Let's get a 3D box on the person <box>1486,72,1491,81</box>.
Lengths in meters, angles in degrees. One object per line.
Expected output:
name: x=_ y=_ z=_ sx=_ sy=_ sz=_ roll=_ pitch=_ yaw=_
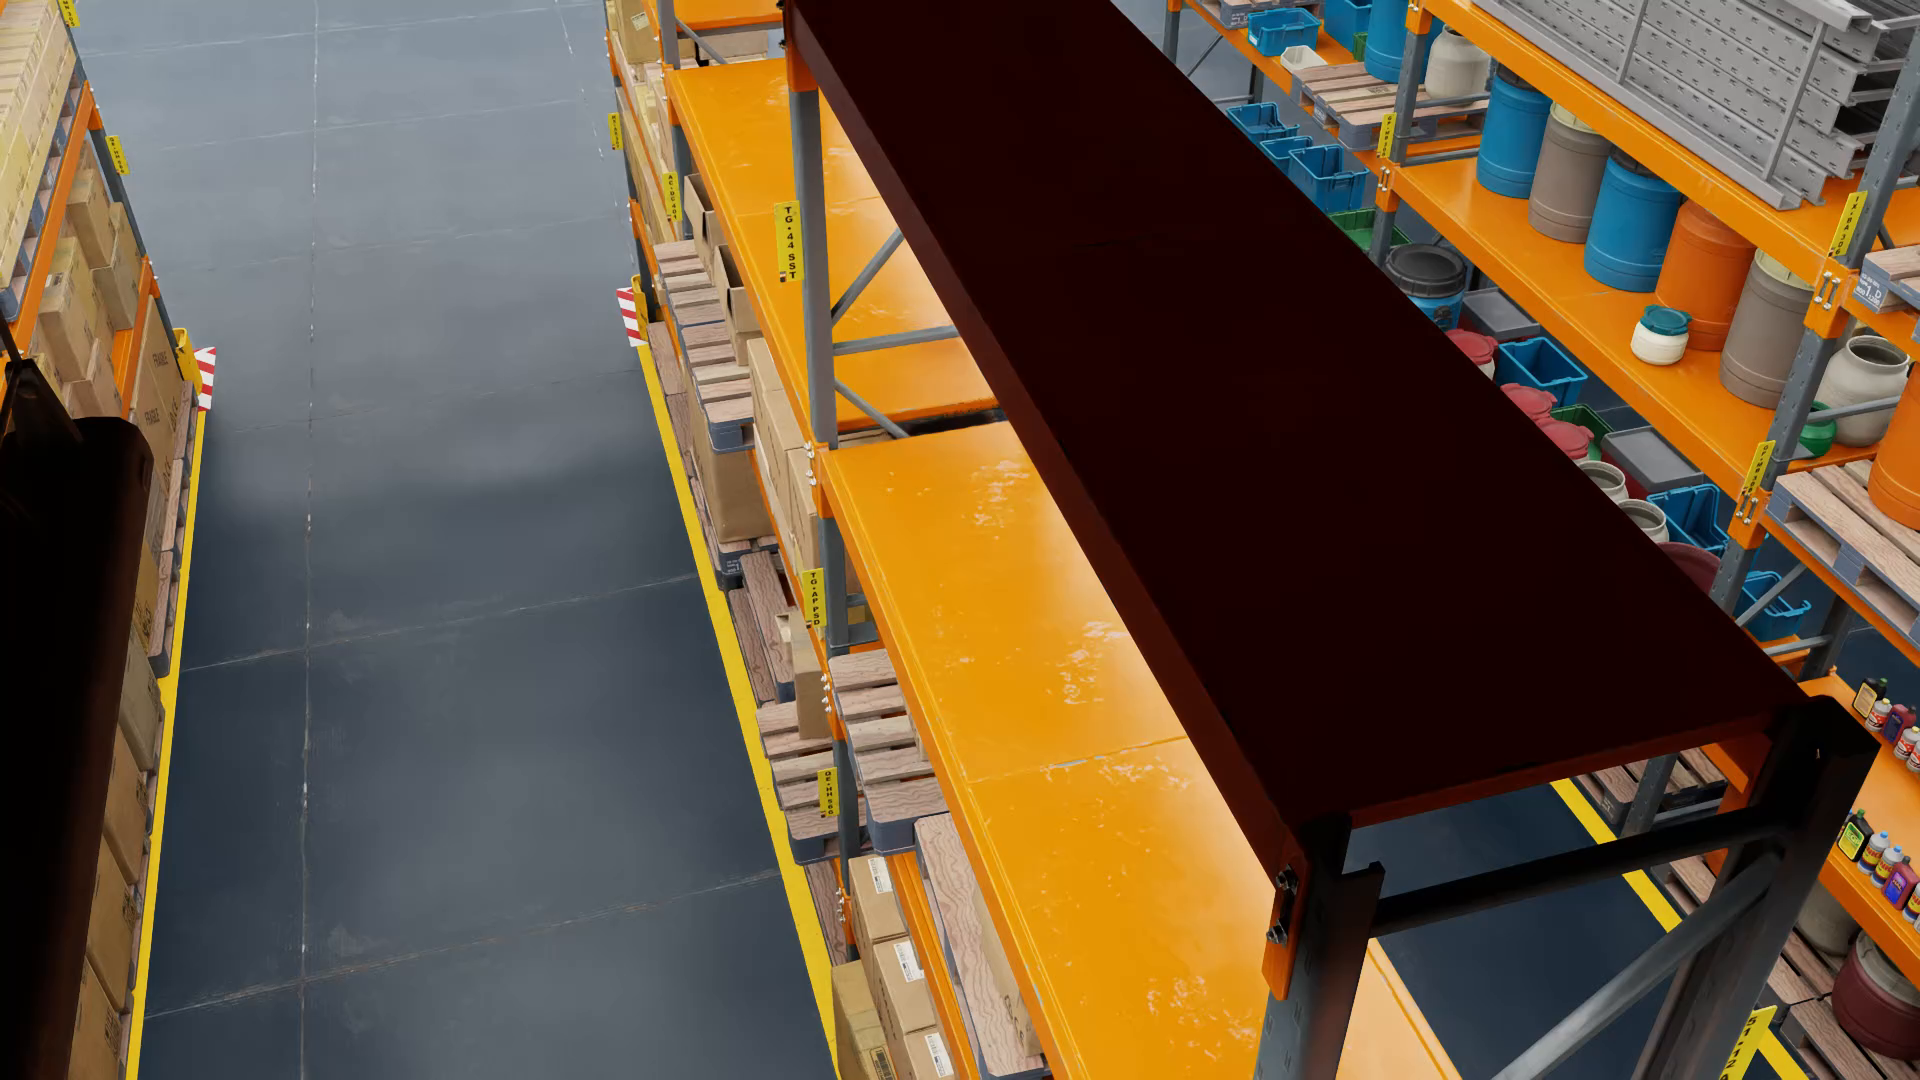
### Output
person: x=5.677 y=-5.860 z=18.806 sx=0.902 sy=1.743 sz=0.469 roll=7 pitch=39 yaw=9
